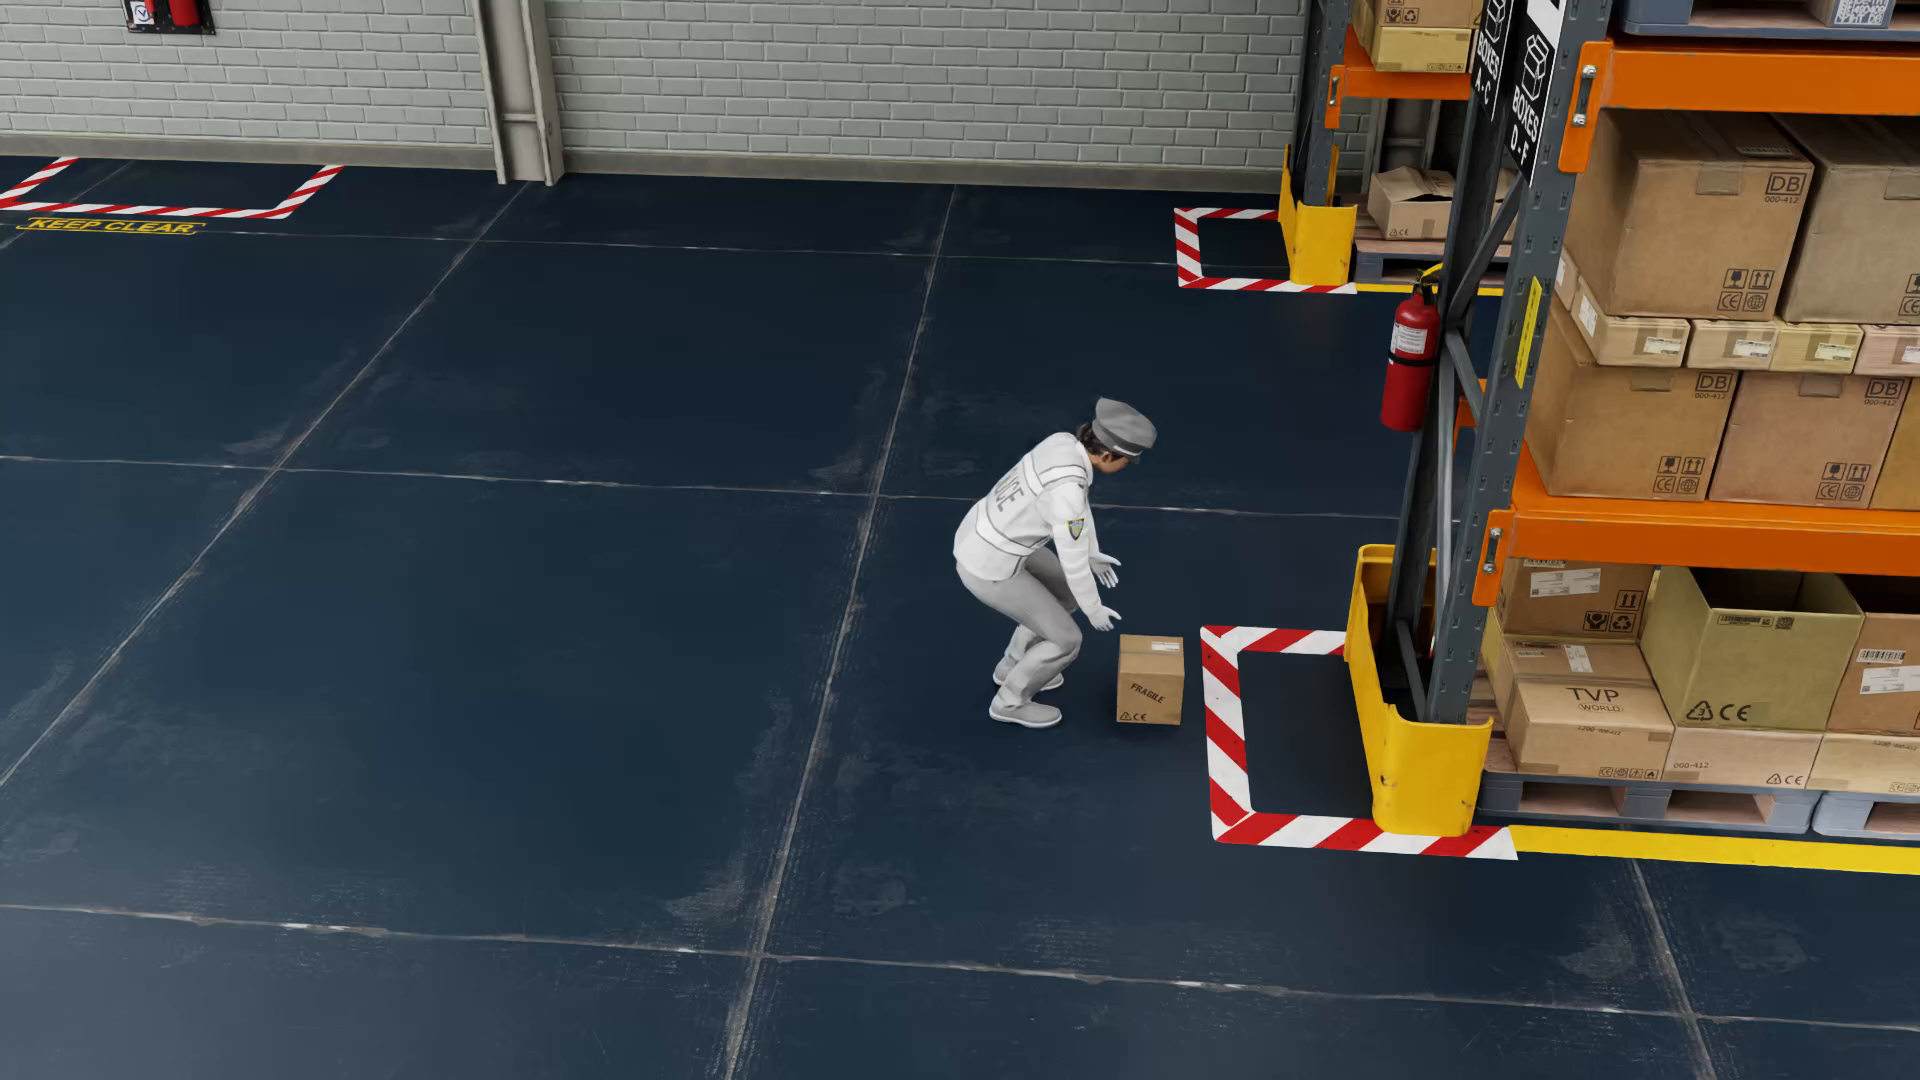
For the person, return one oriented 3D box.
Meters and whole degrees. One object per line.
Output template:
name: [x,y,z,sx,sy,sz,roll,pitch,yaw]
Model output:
person: [0.348,0.072,6.353,0.739,1.320,0.534,3,32,4]
